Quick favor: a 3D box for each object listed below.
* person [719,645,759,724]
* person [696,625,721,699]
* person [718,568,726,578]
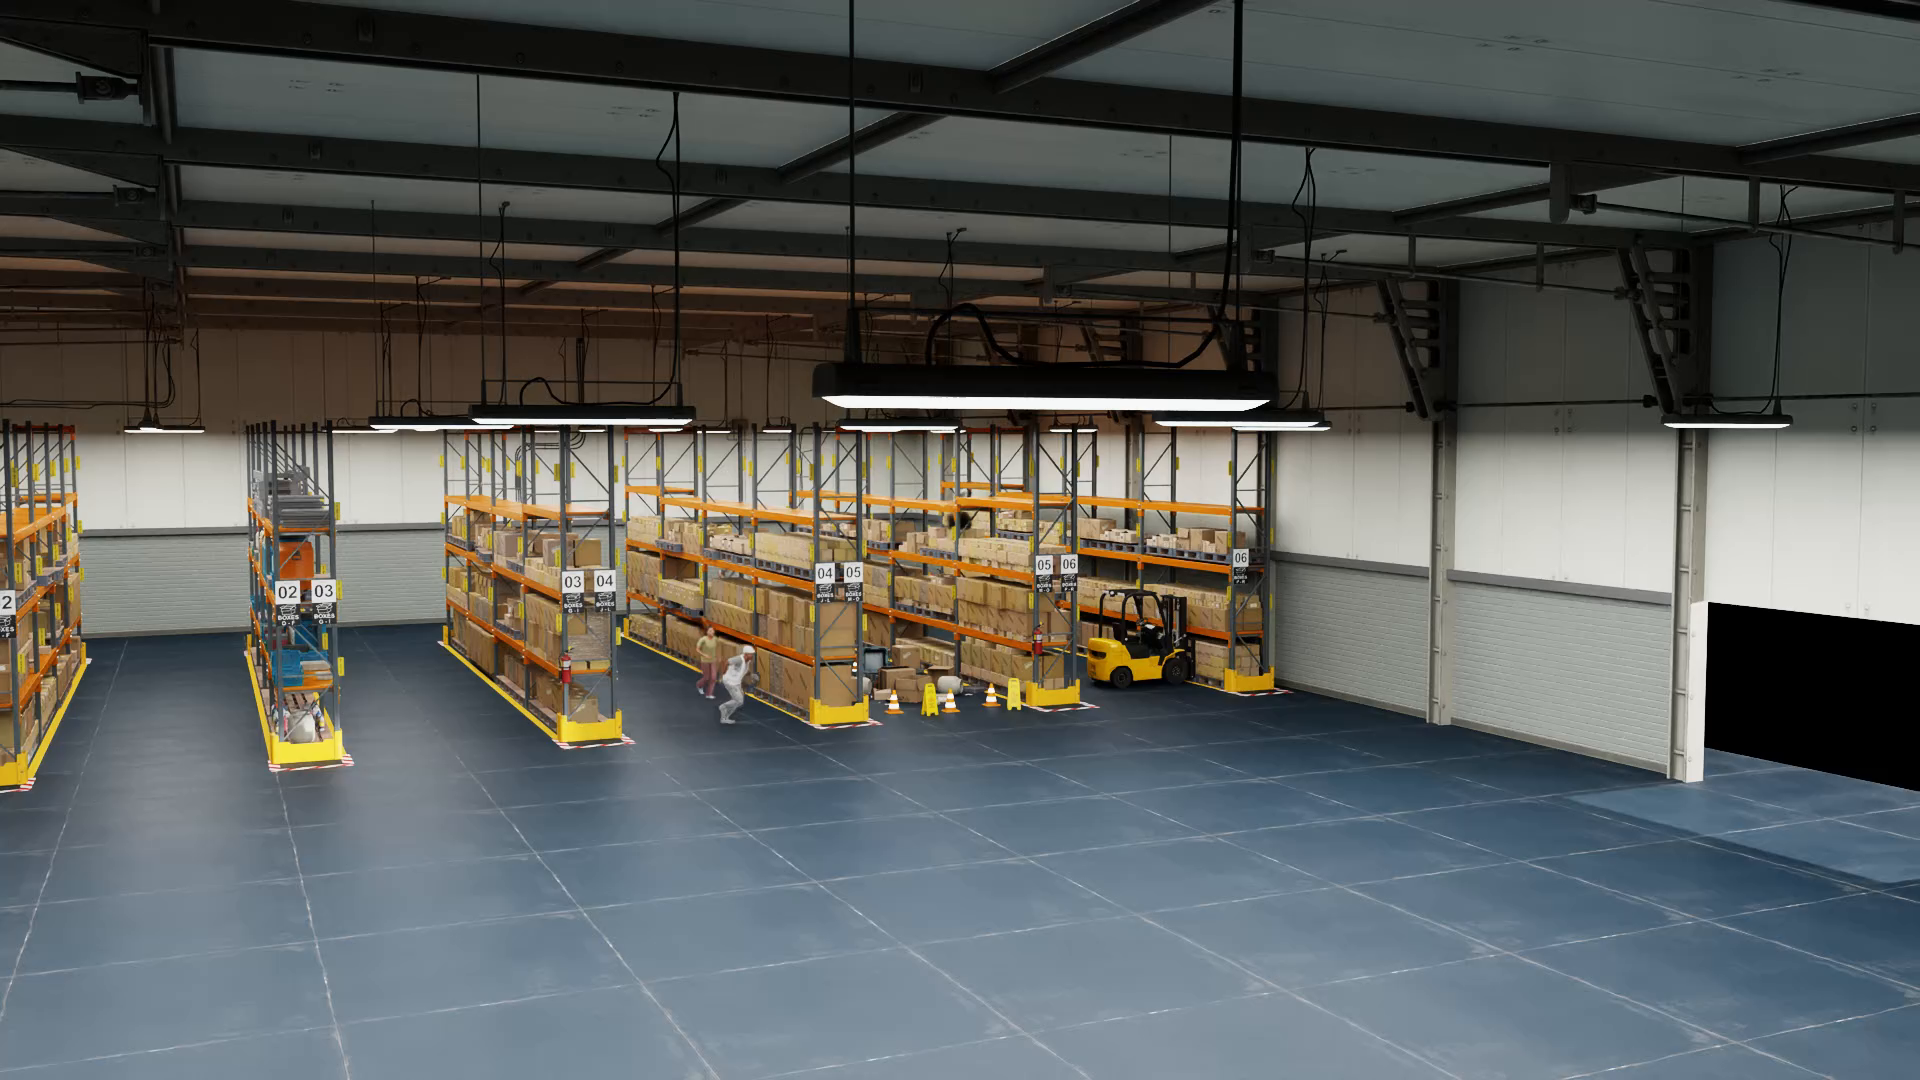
[{"bbox_3d":[-4.414,2.870,32.911,0.816,1.591,0.723,1,4,21],"label":"person"},{"bbox_3d":[-5.540,2.653,36.360,0.576,1.618,0.721,-2,4,-34],"label":"person"},{"bbox_3d":[-7.382,1.691,51.584,0.612,1.638,0.574,4,5,45],"label":"person"}]
